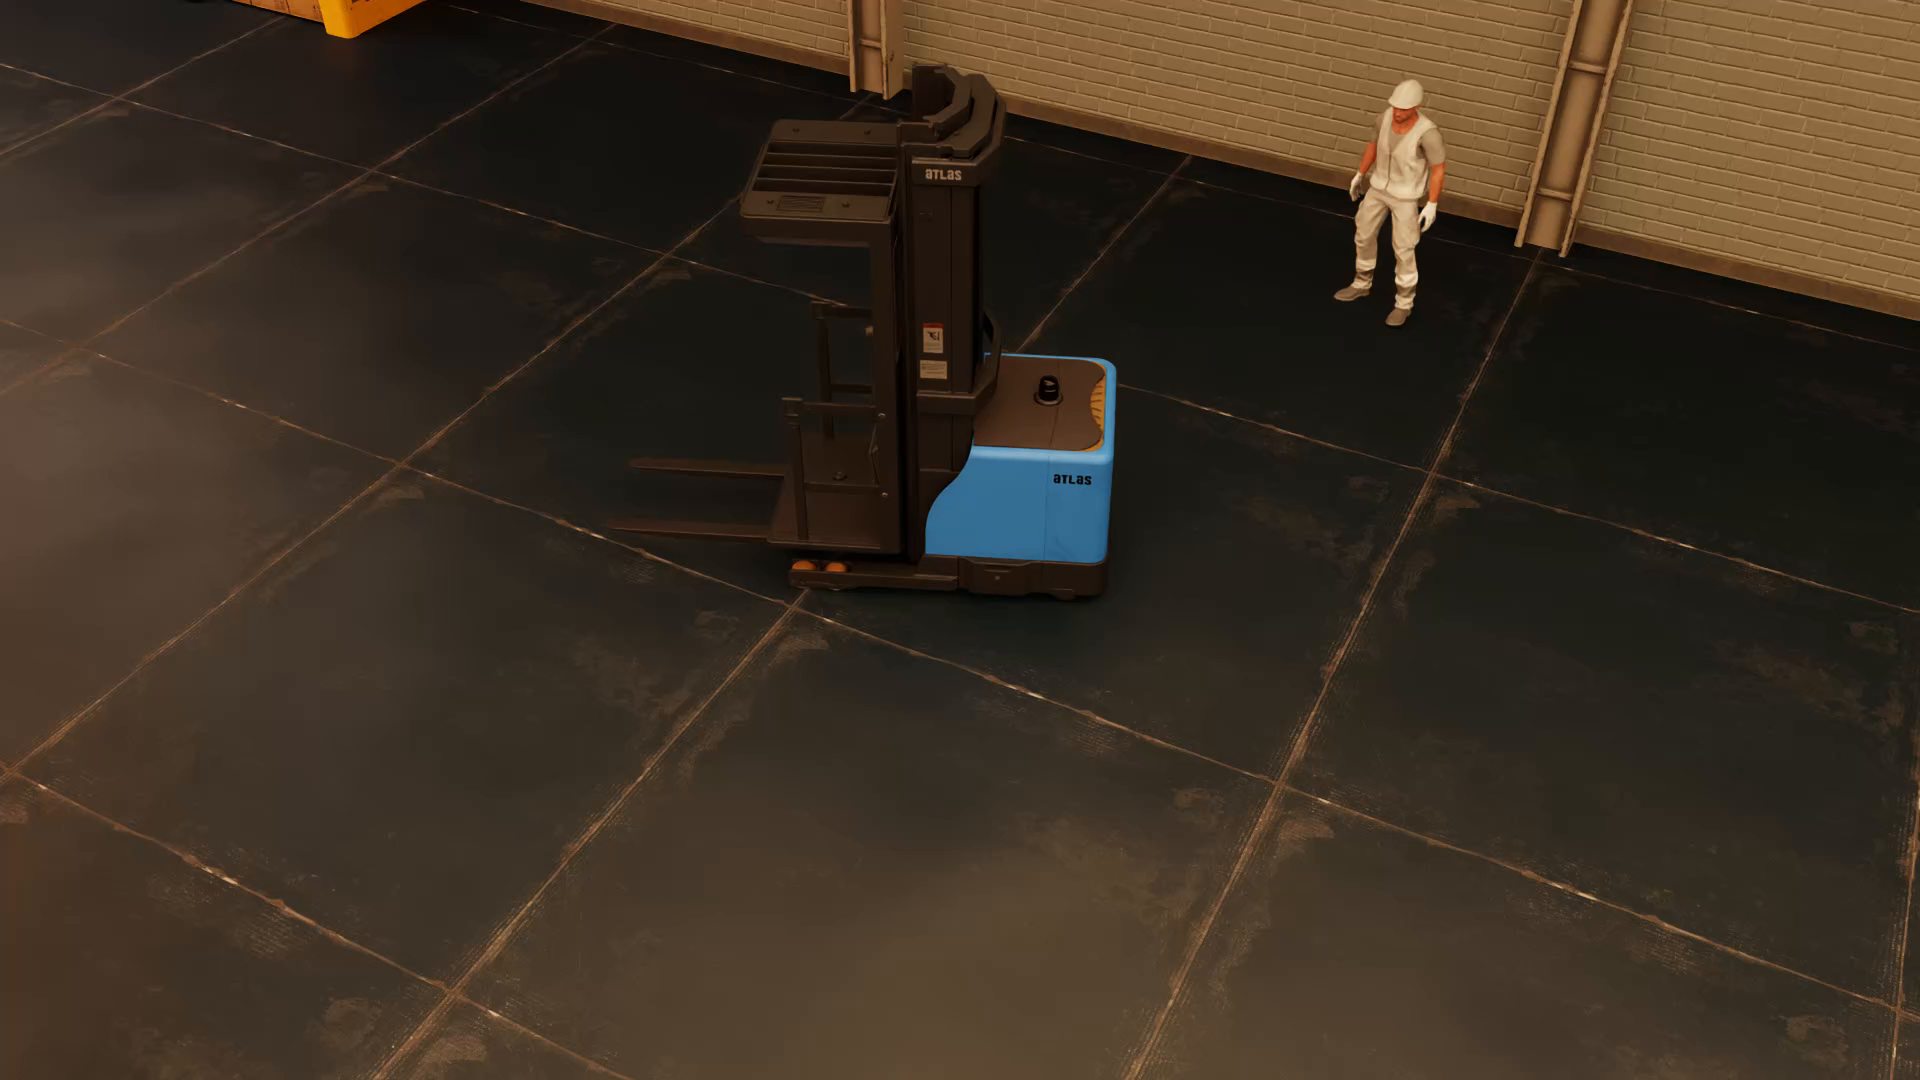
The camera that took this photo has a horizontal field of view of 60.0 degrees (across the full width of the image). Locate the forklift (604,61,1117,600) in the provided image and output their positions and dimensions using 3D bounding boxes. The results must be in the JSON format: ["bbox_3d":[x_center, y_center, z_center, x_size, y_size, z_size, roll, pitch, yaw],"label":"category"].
[{"bbox_3d":[-0.606,-1.157,9.360,3.031,2.935,1.130,3,40,4],"label":"forklift"}]

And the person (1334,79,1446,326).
[{"bbox_3d":[3.063,-2.436,11.779,0.440,1.775,0.701,-31,49,-32],"label":"person"}]
